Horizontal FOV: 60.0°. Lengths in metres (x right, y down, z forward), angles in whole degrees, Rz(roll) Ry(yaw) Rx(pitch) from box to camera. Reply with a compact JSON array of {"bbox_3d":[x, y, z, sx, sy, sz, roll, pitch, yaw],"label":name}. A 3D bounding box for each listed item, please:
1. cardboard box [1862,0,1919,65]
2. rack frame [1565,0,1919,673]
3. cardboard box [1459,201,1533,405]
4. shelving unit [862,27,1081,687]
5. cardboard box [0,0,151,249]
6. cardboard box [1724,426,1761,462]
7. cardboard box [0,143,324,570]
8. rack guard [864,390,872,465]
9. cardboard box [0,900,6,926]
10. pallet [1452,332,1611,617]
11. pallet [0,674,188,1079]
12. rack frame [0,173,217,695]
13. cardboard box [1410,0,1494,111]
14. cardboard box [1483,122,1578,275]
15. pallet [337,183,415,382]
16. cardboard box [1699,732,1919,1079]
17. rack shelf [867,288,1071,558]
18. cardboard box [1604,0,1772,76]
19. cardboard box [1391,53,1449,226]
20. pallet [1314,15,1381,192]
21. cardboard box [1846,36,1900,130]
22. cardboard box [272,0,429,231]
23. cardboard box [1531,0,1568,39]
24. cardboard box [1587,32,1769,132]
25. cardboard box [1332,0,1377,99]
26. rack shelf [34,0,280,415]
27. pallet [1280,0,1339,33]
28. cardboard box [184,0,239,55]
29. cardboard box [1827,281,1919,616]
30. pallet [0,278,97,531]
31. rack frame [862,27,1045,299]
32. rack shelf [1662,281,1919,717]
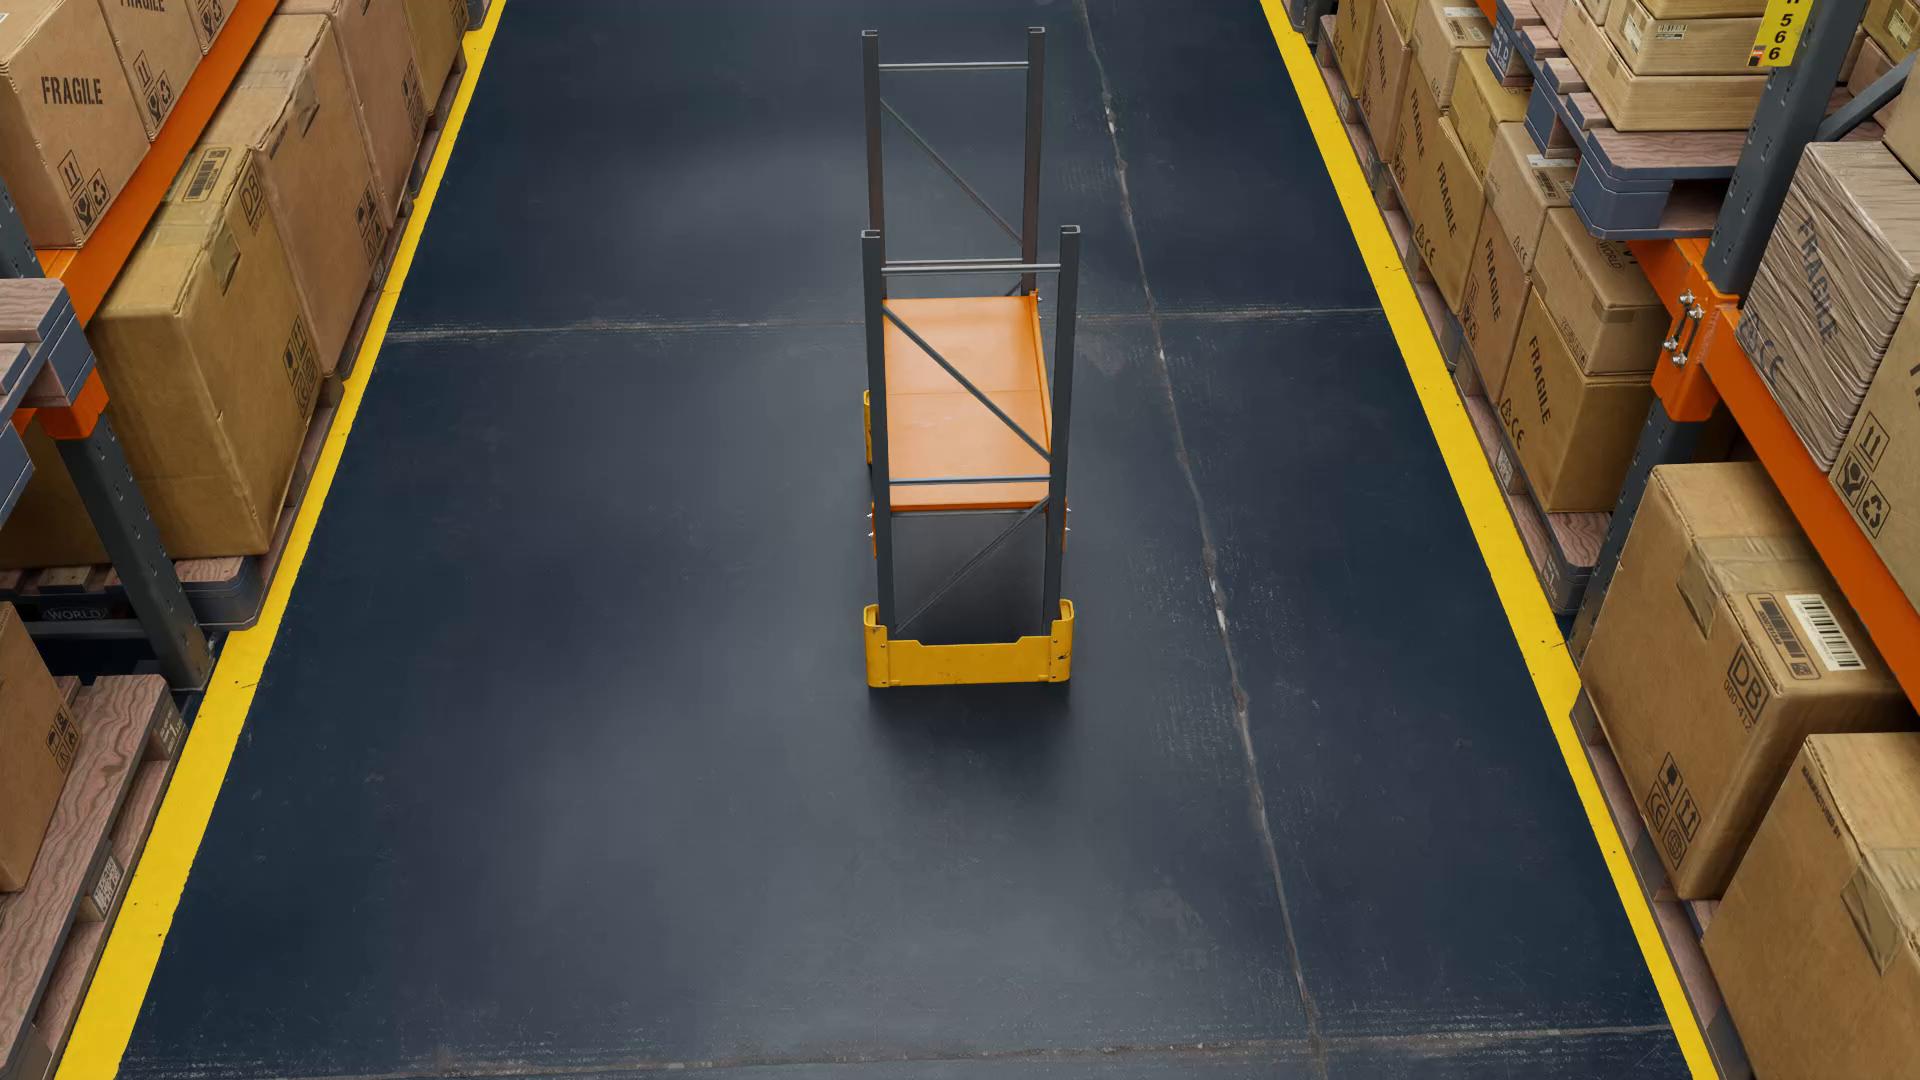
[{"bbox_3d":[2.470,-1.271,4.072,0.380,0.149,0.250,0,43,0],"label":"cardboard box"},{"bbox_3d":[2.290,-0.767,3.867,1.000,3.000,0.127,-2,43,-2],"label":"rack frame"},{"bbox_3d":[1.982,-0.788,5.429,0.500,0.500,0.500,0,43,0],"label":"cardboard box"},{"bbox_3d":[0.003,-0.501,4.687,0.587,1.500,1.083,-2,43,-2],"label":"shelving unit"},{"bbox_3d":[-2.419,-1.066,4.119,0.500,0.500,0.500,0,43,-1],"label":"cardboard box"},{"bbox_3d":[2.514,-0.486,5.099,0.500,0.500,0.500,-3,43,-4],"label":"cardboard box"},{"bbox_3d":[-2.679,-0.531,4.871,1.225,0.875,0.875,-3,43,-4],"label":"cardboard box"},{"bbox_3d":[-0.018,-0.377,5.476,0.587,0.250,0.087,-2,43,-2],"label":"rack guard"},{"bbox_3d":[-2.585,0.892,3.581,0.700,0.500,0.500,-5,43,-5],"label":"cardboard box"},{"bbox_3d":[2.258,-0.267,5.385,1.003,0.211,1.213,-2,43,-2],"label":"pallet"},{"bbox_3d":[-2.638,0.862,4.153,1.003,0.211,1.213,-2,43,-2],"label":"pallet"},{"bbox_3d":[-2.670,-0.693,3.786,1.000,3.000,0.127,-2,43,-2],"label":"rack frame"},{"bbox_3d":[1.930,-1.767,5.942,0.500,0.250,0.500,0,43,0],"label":"cardboard box"},{"bbox_3d":[1.966,-1.072,5.184,0.500,0.250,0.500,-1,43,-1],"label":"cardboard box"},{"bbox_3d":[-2.677,-1.021,6.208,1.003,0.211,1.213,-2,43,-2],"label":"pallet"},{"bbox_3d":[2.266,0.911,3.390,1.050,0.750,0.750,-1,43,-1],"label":"cardboard box"},{"bbox_3d":[0.004,-0.363,4.802,0.538,0.185,1.000,-2,43,-2],"label":"rack shelf"},{"bbox_3d":[1.814,-1.260,4.059,0.380,0.149,0.250,-1,43,-1],"label":"cardboard box"},{"bbox_3d":[1.946,-1.484,6.188,0.500,0.500,0.500,-1,43,-1],"label":"cardboard box"},{"bbox_3d":[2.154,-1.914,7.182,1.003,0.211,1.213,-2,43,-2],"label":"pallet"},{"bbox_3d":[2.472,-1.137,4.146,0.380,0.149,0.250,-2,43,-2],"label":"cardboard box"},{"bbox_3d":[-2.754,-1.730,6.180,1.225,0.875,0.875,-3,43,-3],"label":"cardboard box"},{"bbox_3d":[1.789,-1.491,4.532,0.380,0.149,0.250,-1,43,-1],"label":"cardboard box"},{"bbox_3d":[1.809,-1.149,4.159,0.380,0.149,0.250,-1,43,-1],"label":"cardboard box"},{"bbox_3d":[1.886,-2.195,6.963,0.500,0.500,0.500,0,43,0],"label":"cardboard box"},{"bbox_3d":[-2.755,-1.778,5.502,1.077,0.370,4.000,-2,43,-2],"label":"rack shelf"},{"bbox_3d":[2.056,-2.892,8.249,1.003,0.211,1.213,-2,43,-2],"label":"pallet"},{"bbox_3d":[-2.468,-1.760,4.876,0.500,0.500,0.500,-2,43,-3],"label":"cardboard box"},{"bbox_3d":[2.063,-0.150,3.120,0.500,0.500,0.500,-2,43,-2],"label":"cardboard box"},{"bbox_3d":[-2.533,-0.144,3.330,1.213,0.211,1.003,-2,43,-2],"label":"pallet"},{"bbox_3d":[-0.018,-0.838,5.055,0.500,1.500,0.032,-2,43,-2],"label":"rack frame"},{"bbox_3d":[2.375,0.848,2.637,1.077,0.370,4.000,-2,43,-2],"label":"rack shelf"}]
